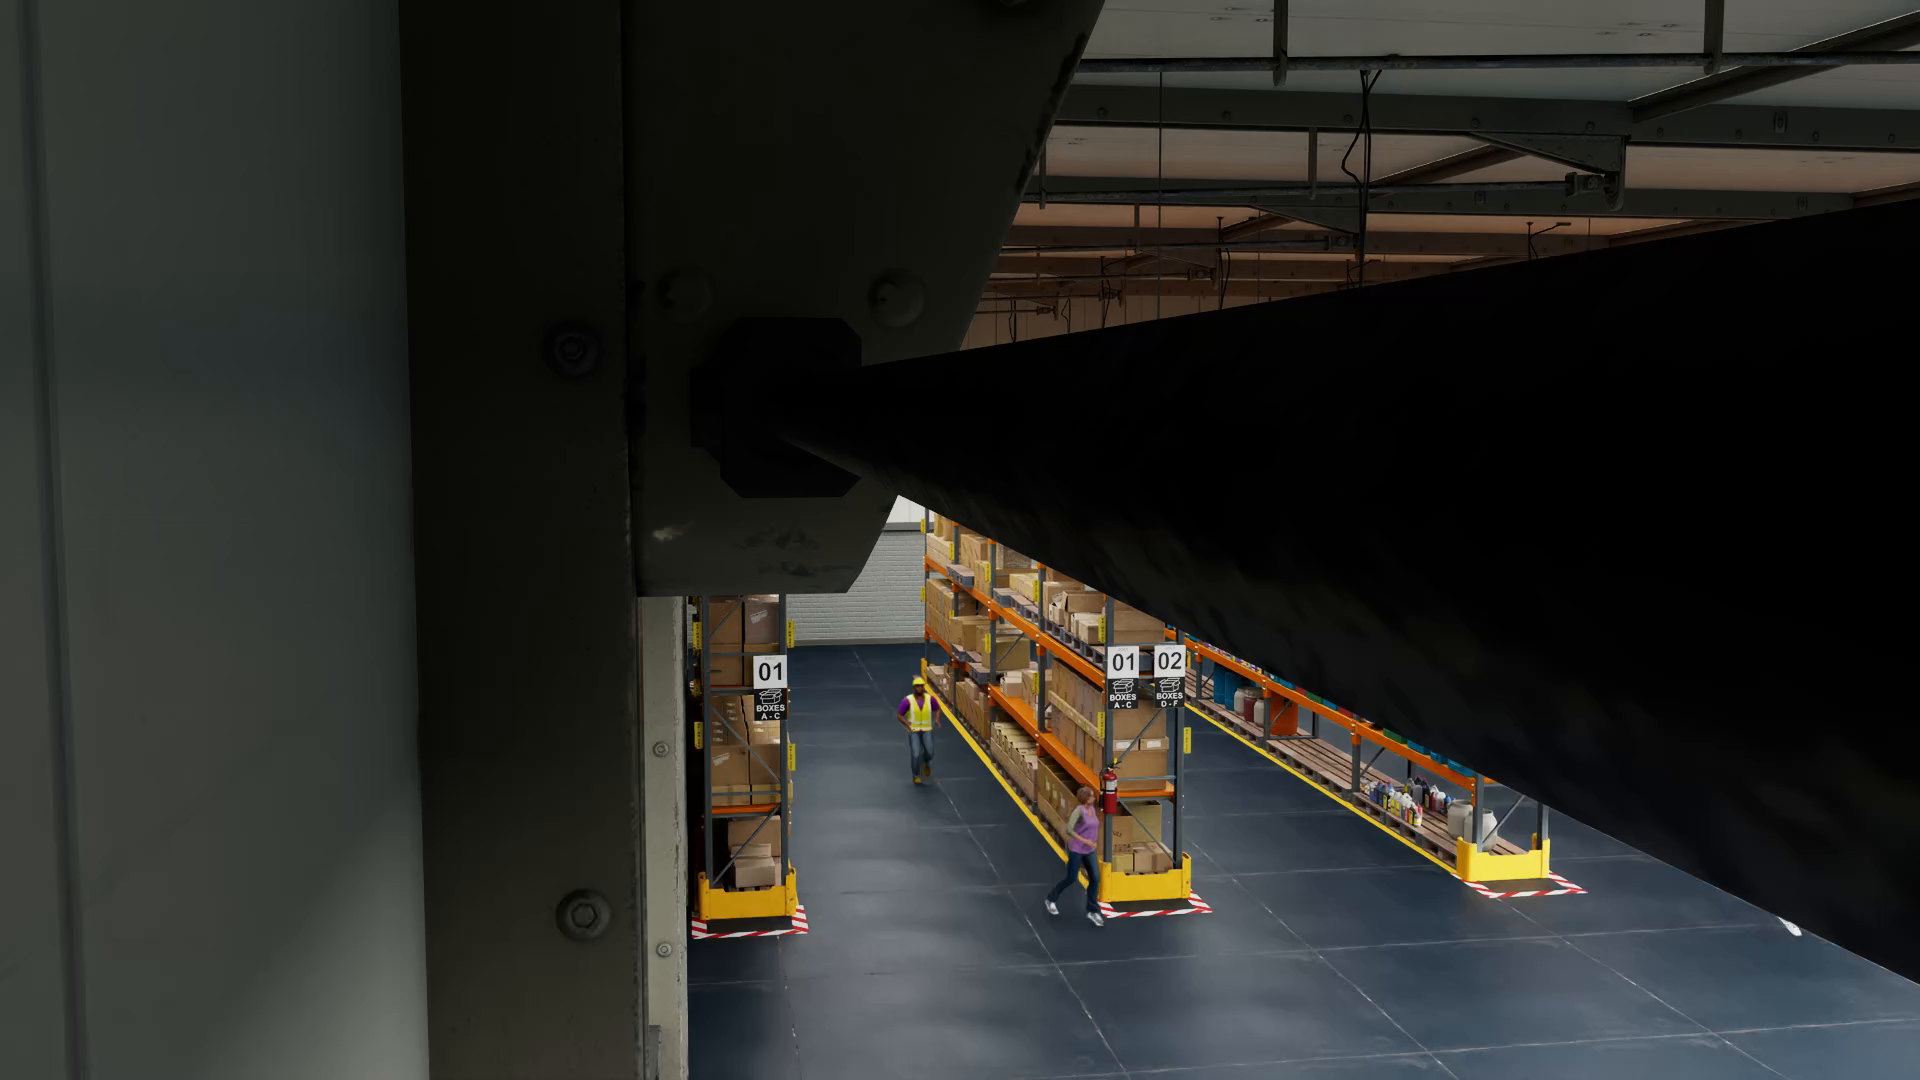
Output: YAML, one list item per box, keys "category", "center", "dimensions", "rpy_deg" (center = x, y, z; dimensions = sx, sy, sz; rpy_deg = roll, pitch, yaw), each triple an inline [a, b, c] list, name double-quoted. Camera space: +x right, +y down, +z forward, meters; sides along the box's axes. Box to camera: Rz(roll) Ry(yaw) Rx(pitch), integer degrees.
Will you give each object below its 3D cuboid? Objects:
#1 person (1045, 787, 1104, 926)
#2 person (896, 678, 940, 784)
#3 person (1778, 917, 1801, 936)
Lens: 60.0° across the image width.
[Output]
- category: "person"
  center: [1.487, 3.771, 20.056]
  dimensions: [0.817, 1.593, 0.611]
  rpy_deg: [5, 7, 43]
- category: "person"
  center: [-0.651, 3.098, 27.008]
  dimensions: [0.747, 1.723, 0.587]
  rpy_deg: [-1, 5, -13]
- category: "person"
  center: [9.976, 3.761, 19.141]
  dimensions: [1.049, 1.795, 0.717]
  rpy_deg: [2, 5, 24]
